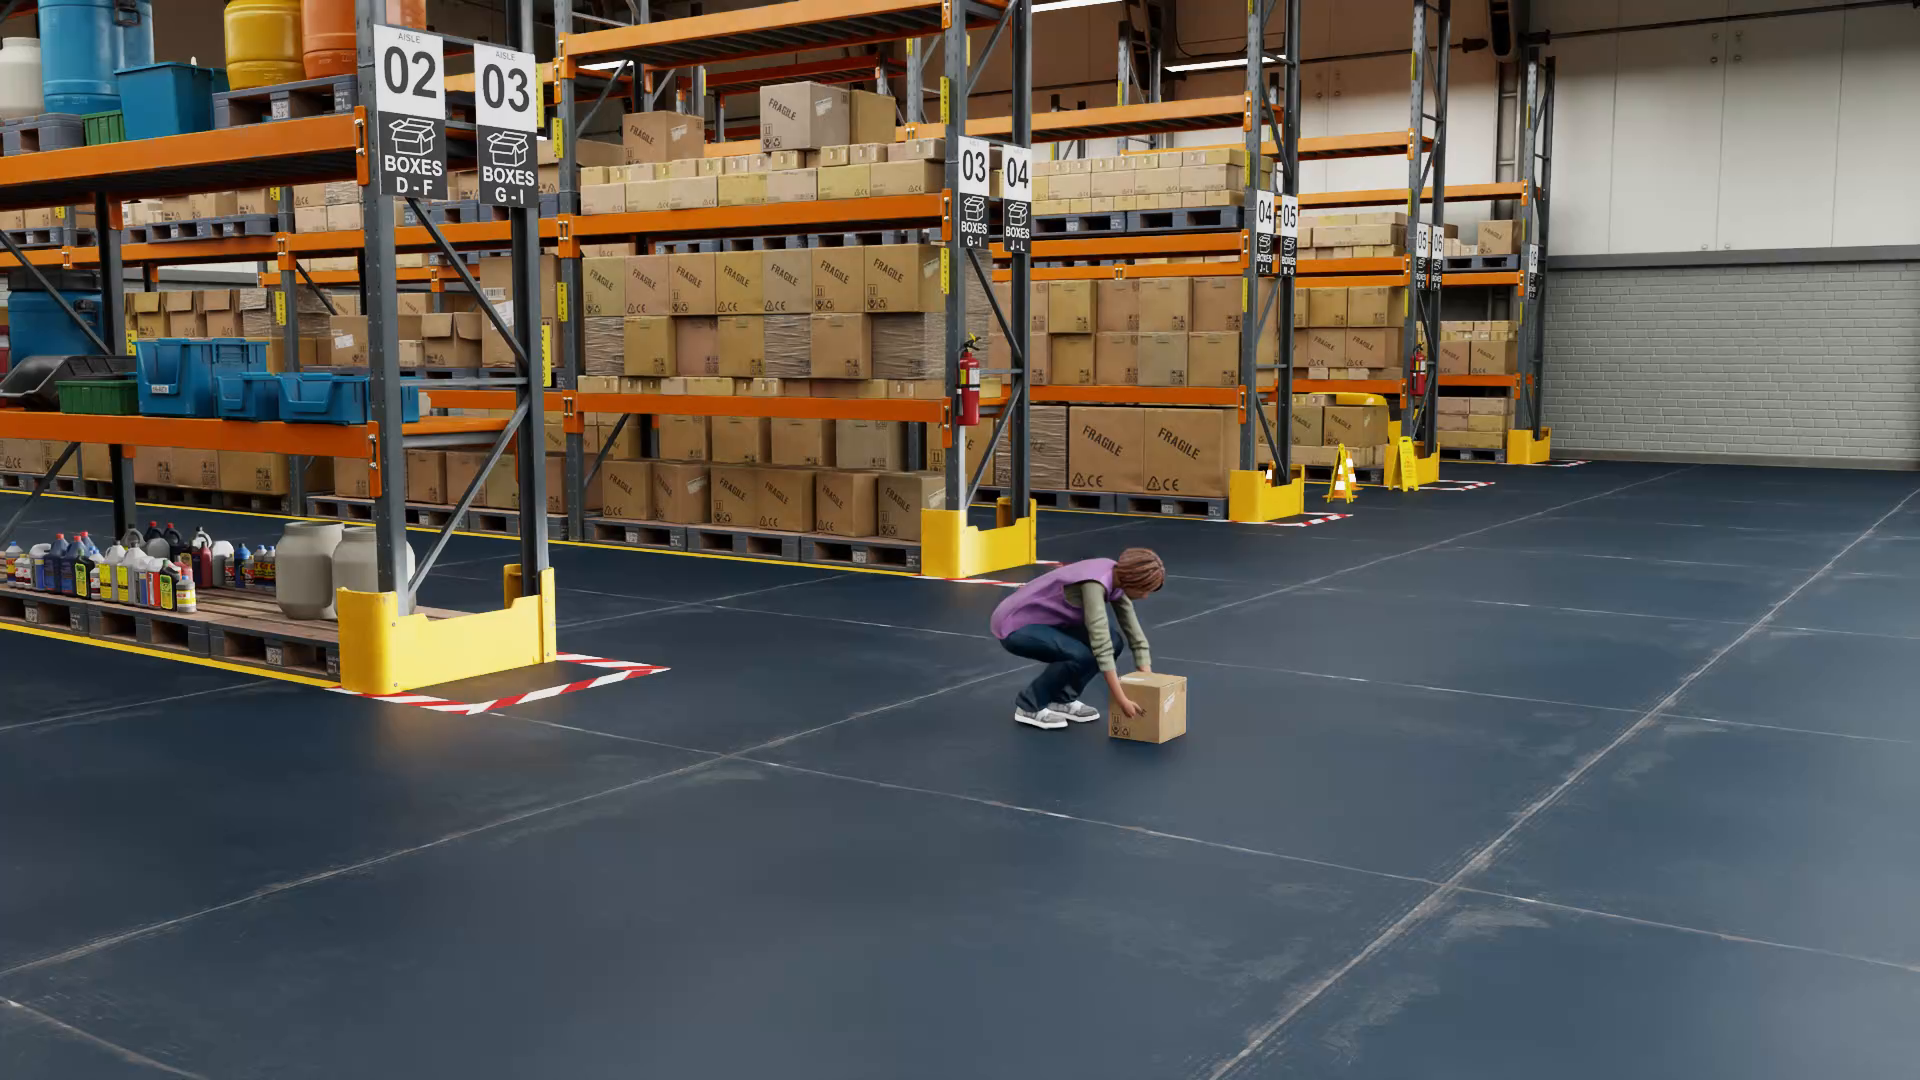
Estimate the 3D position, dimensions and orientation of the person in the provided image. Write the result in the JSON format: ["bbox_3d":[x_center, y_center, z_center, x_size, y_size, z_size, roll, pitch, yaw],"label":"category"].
[{"bbox_3d":[0.525,0.428,7.419,0.806,0.814,0.441,4,8,33],"label":"person"}]
